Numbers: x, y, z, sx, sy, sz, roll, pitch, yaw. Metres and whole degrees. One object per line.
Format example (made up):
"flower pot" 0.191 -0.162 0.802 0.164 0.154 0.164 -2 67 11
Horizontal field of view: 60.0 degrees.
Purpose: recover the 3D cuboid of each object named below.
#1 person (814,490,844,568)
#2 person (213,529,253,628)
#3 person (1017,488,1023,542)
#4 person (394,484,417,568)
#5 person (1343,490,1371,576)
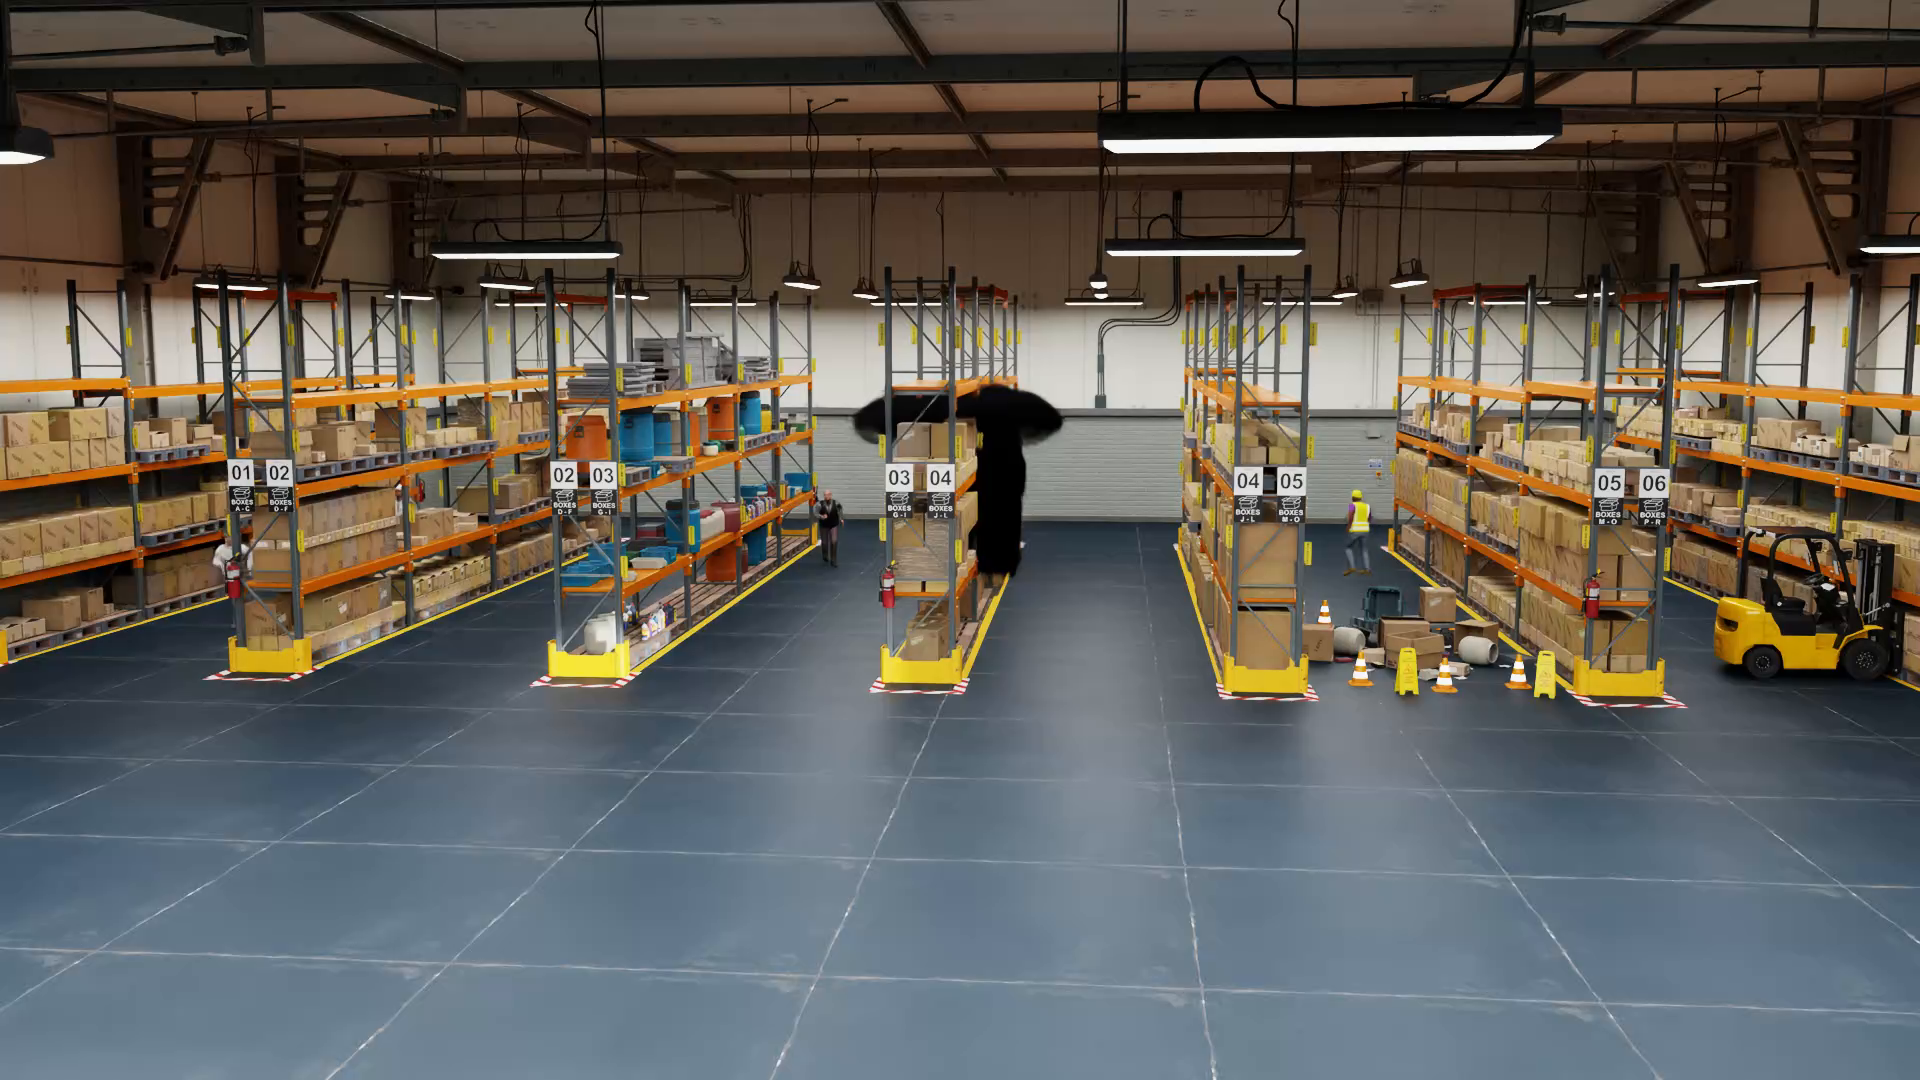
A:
"person" -2.885 -0.271 36.544 0.666 1.695 0.972 -1 7 -7
"person" -12.683 0.655 28.999 0.547 1.732 0.813 0 7 -1
"person" 1.243 -0.830 41.207 0.833 1.705 0.560 6 9 42
"person" -12.332 -0.333 36.645 0.609 1.827 0.868 0 7 3
"person" 8.022 -0.122 33.478 0.643 1.744 0.946 -1 7 -12
